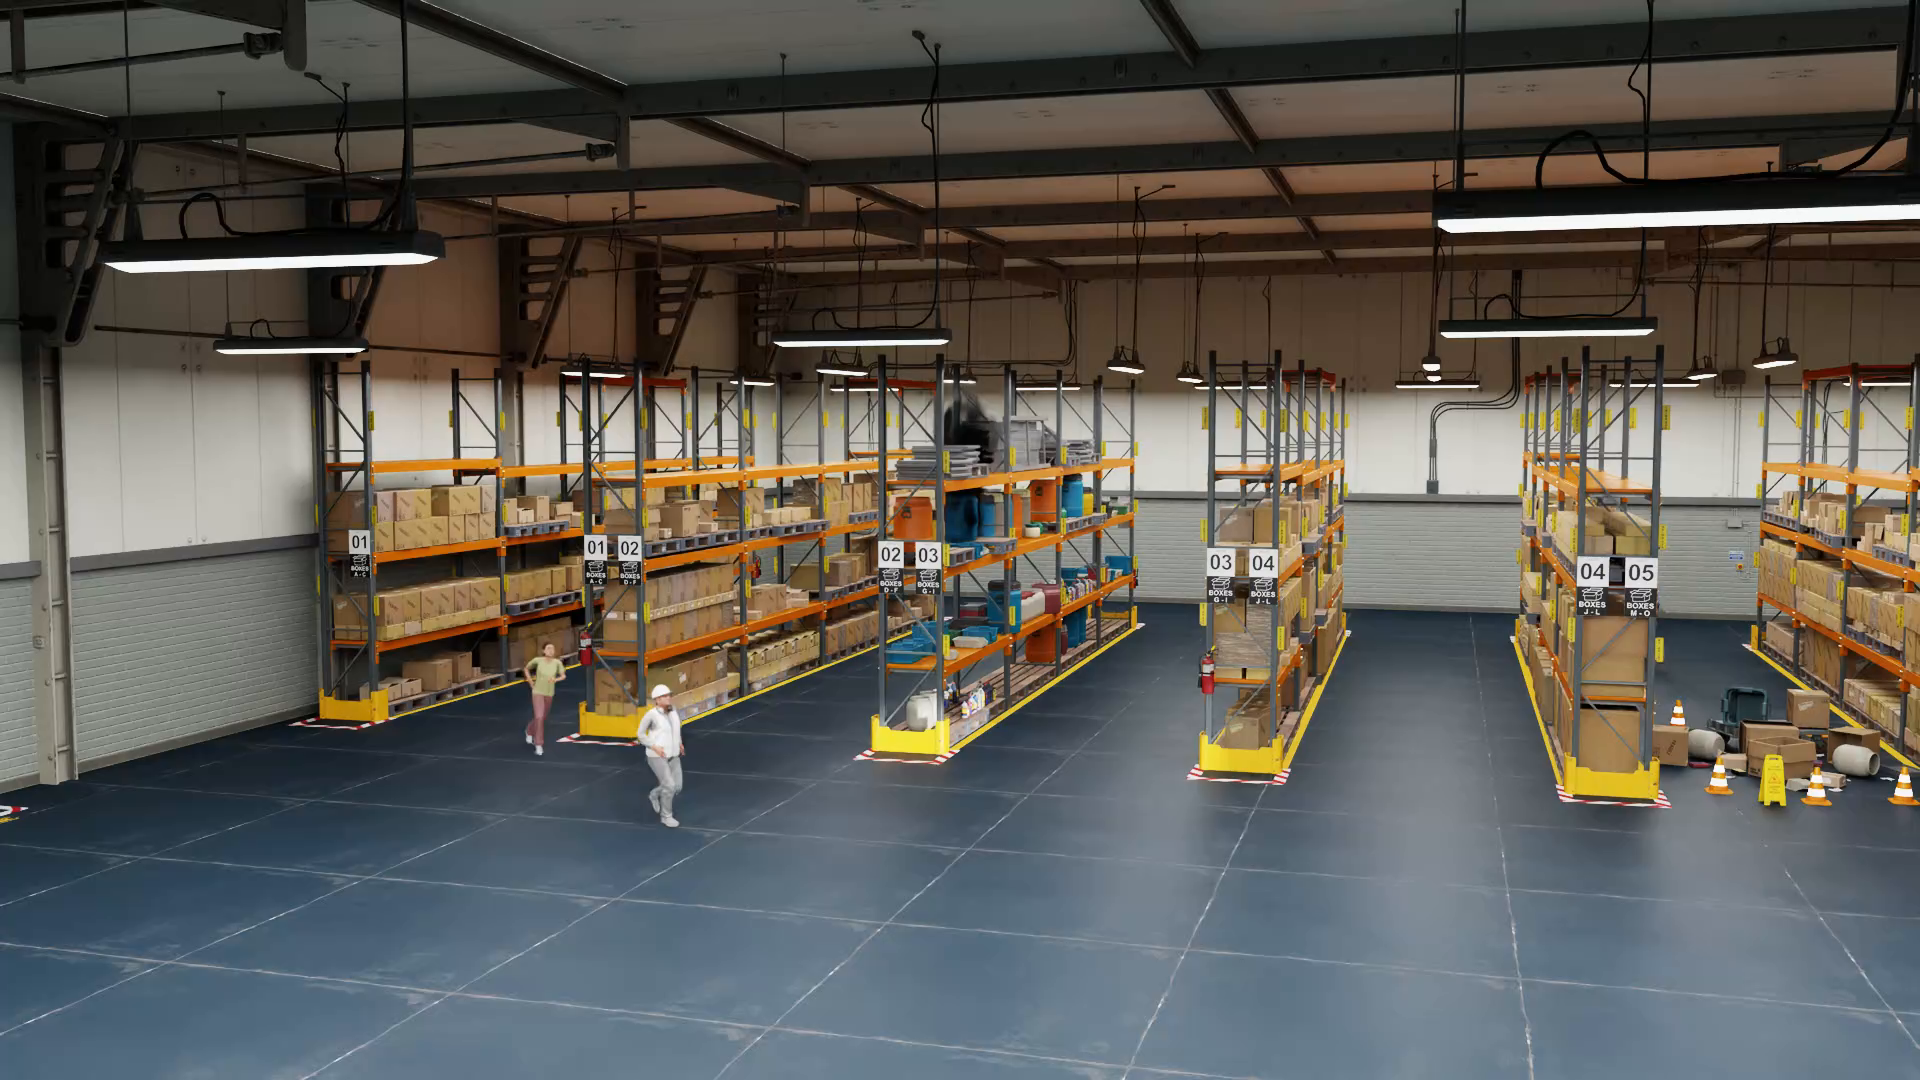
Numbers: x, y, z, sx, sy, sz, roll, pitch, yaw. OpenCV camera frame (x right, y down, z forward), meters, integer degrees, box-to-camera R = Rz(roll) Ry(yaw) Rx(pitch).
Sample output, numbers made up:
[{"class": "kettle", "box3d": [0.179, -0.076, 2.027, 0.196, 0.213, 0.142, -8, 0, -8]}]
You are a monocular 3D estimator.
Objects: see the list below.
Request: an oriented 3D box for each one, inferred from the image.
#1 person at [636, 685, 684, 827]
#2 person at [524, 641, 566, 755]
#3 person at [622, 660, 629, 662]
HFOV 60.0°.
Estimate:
[{"class": "person", "box3d": [-3.723, 2.661, 20.644, 0.618, 1.745, 0.670, 3, 5, 37]}, {"class": "person", "box3d": [-6.334, 2.378, 25.431, 0.593, 1.683, 0.893, -2, 5, -30]}, {"class": "person", "box3d": [-6.335, 1.865, 31.727, 0.693, 1.737, 0.699, 1, 4, 14]}]
